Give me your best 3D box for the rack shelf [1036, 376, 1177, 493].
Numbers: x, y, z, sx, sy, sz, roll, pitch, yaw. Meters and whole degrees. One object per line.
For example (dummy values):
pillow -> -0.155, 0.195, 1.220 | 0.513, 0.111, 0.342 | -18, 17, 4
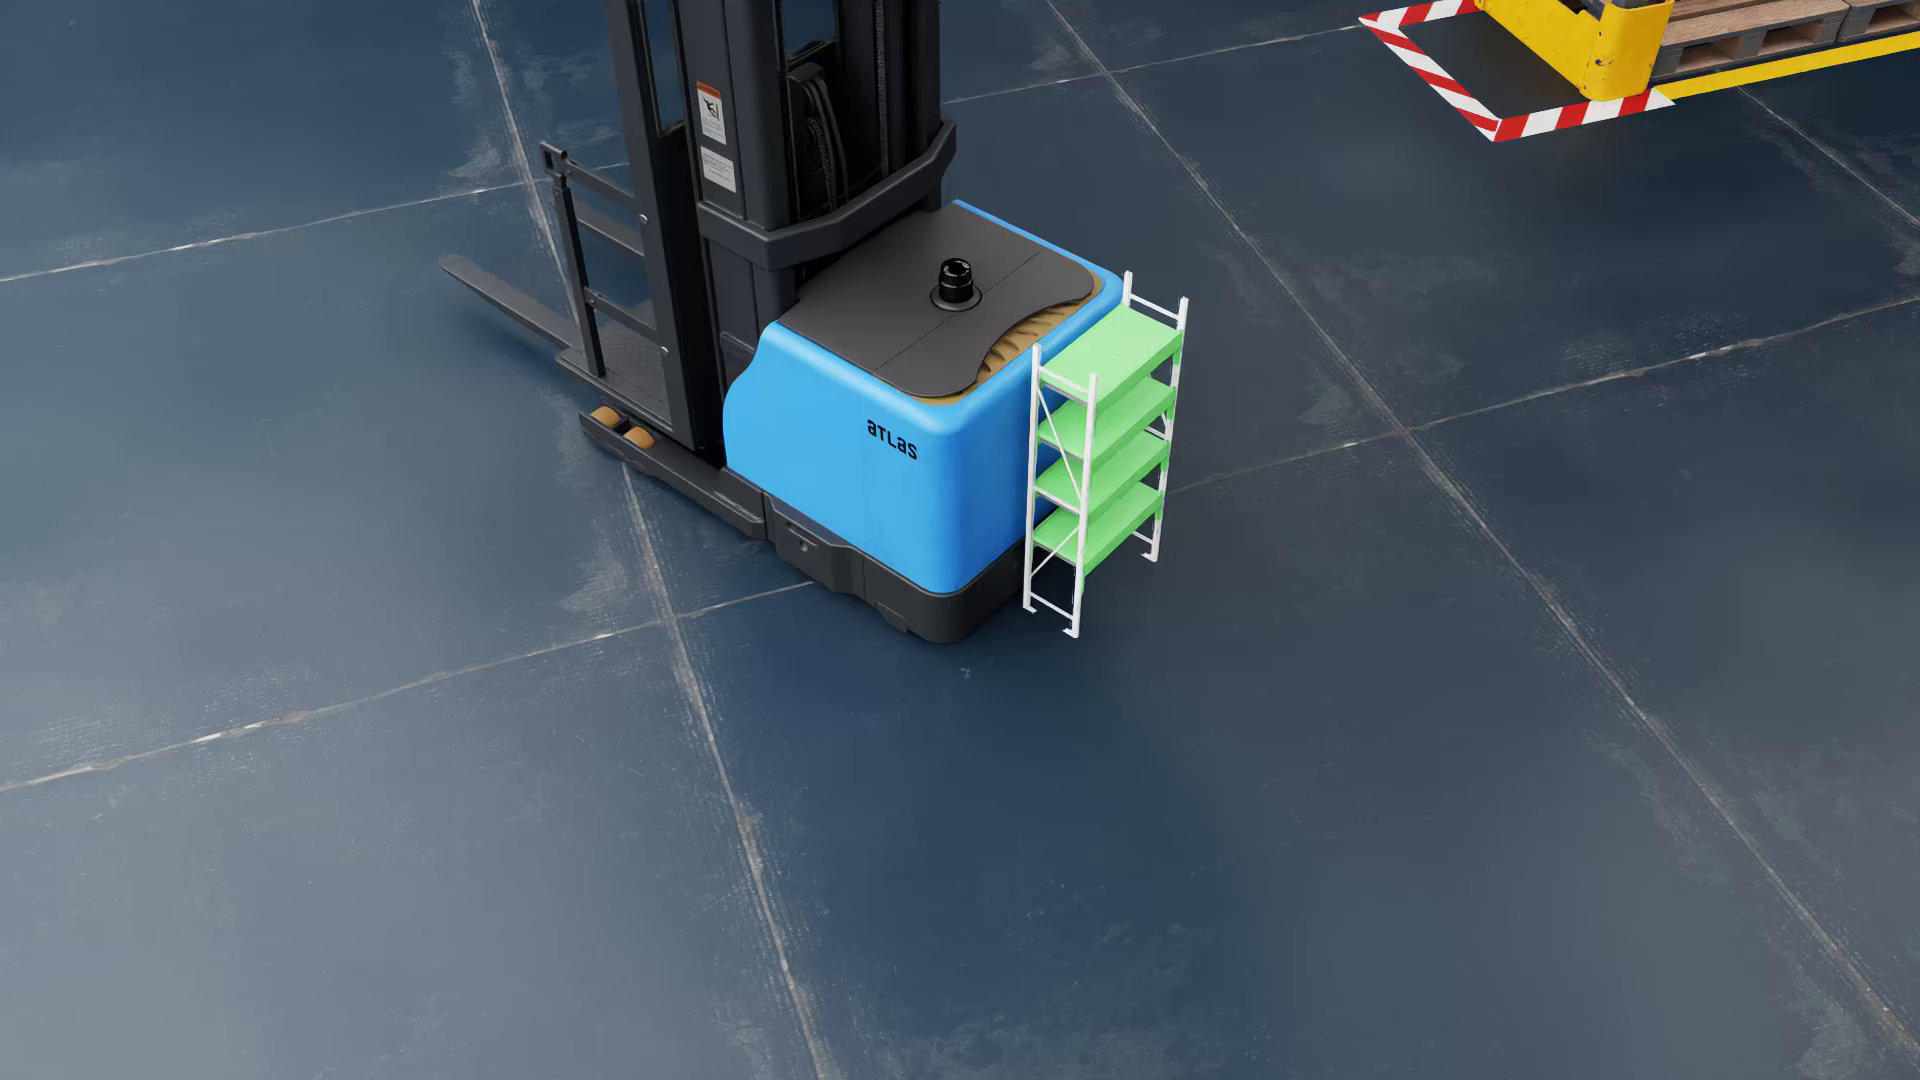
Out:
rack shelf -> 0.480, -0.389, 5.542 | 0.258, 0.148, 0.480 | 30, 52, 27

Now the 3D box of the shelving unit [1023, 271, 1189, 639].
shelving unit -> 0.480, -0.264, 5.666 | 0.258, 1.200, 0.503 | 30, 52, 27

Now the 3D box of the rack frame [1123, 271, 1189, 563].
rack frame -> 0.635, -0.398, 5.799 | 0.240, 1.200, 0.015 | 30, 52, 27

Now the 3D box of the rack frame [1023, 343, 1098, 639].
rack frame -> 0.324, -0.131, 5.533 | 0.240, 1.200, 0.015 | 30, 52, 27

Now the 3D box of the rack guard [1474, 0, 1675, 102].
rack guard -> 3.190, -2.828, 8.715 | 0.348, 0.500, 1.175 | -14, 47, -14

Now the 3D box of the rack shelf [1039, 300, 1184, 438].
rack shelf -> 0.480, -0.558, 5.372 | 0.258, 0.148, 0.480 | 30, 52, 27

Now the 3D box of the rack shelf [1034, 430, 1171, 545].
rack shelf -> 0.480, -0.219, 5.712 | 0.258, 0.148, 0.480 | 30, 52, 27

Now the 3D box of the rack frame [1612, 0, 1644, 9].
rack frame -> 3.135, -3.660, 7.780 | 0.127, 3.000, 1.000 | -14, 47, -14

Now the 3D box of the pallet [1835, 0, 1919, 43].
pallet -> 5.102, -3.208, 9.299 | 1.213, 0.211, 1.003 | -14, 47, -14

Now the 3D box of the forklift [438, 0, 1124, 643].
forklift -> -0.868, -1.566, 5.742 | 3.031, 2.935, 1.130 | 31, 53, 27

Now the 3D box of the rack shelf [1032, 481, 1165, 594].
rack shelf -> 0.480, -0.050, 5.882 | 0.258, 0.148, 0.480 | 30, 52, 27

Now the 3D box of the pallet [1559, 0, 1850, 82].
pallet -> 3.956, -2.918, 9.009 | 1.213, 0.211, 1.003 | -14, 47, -14
